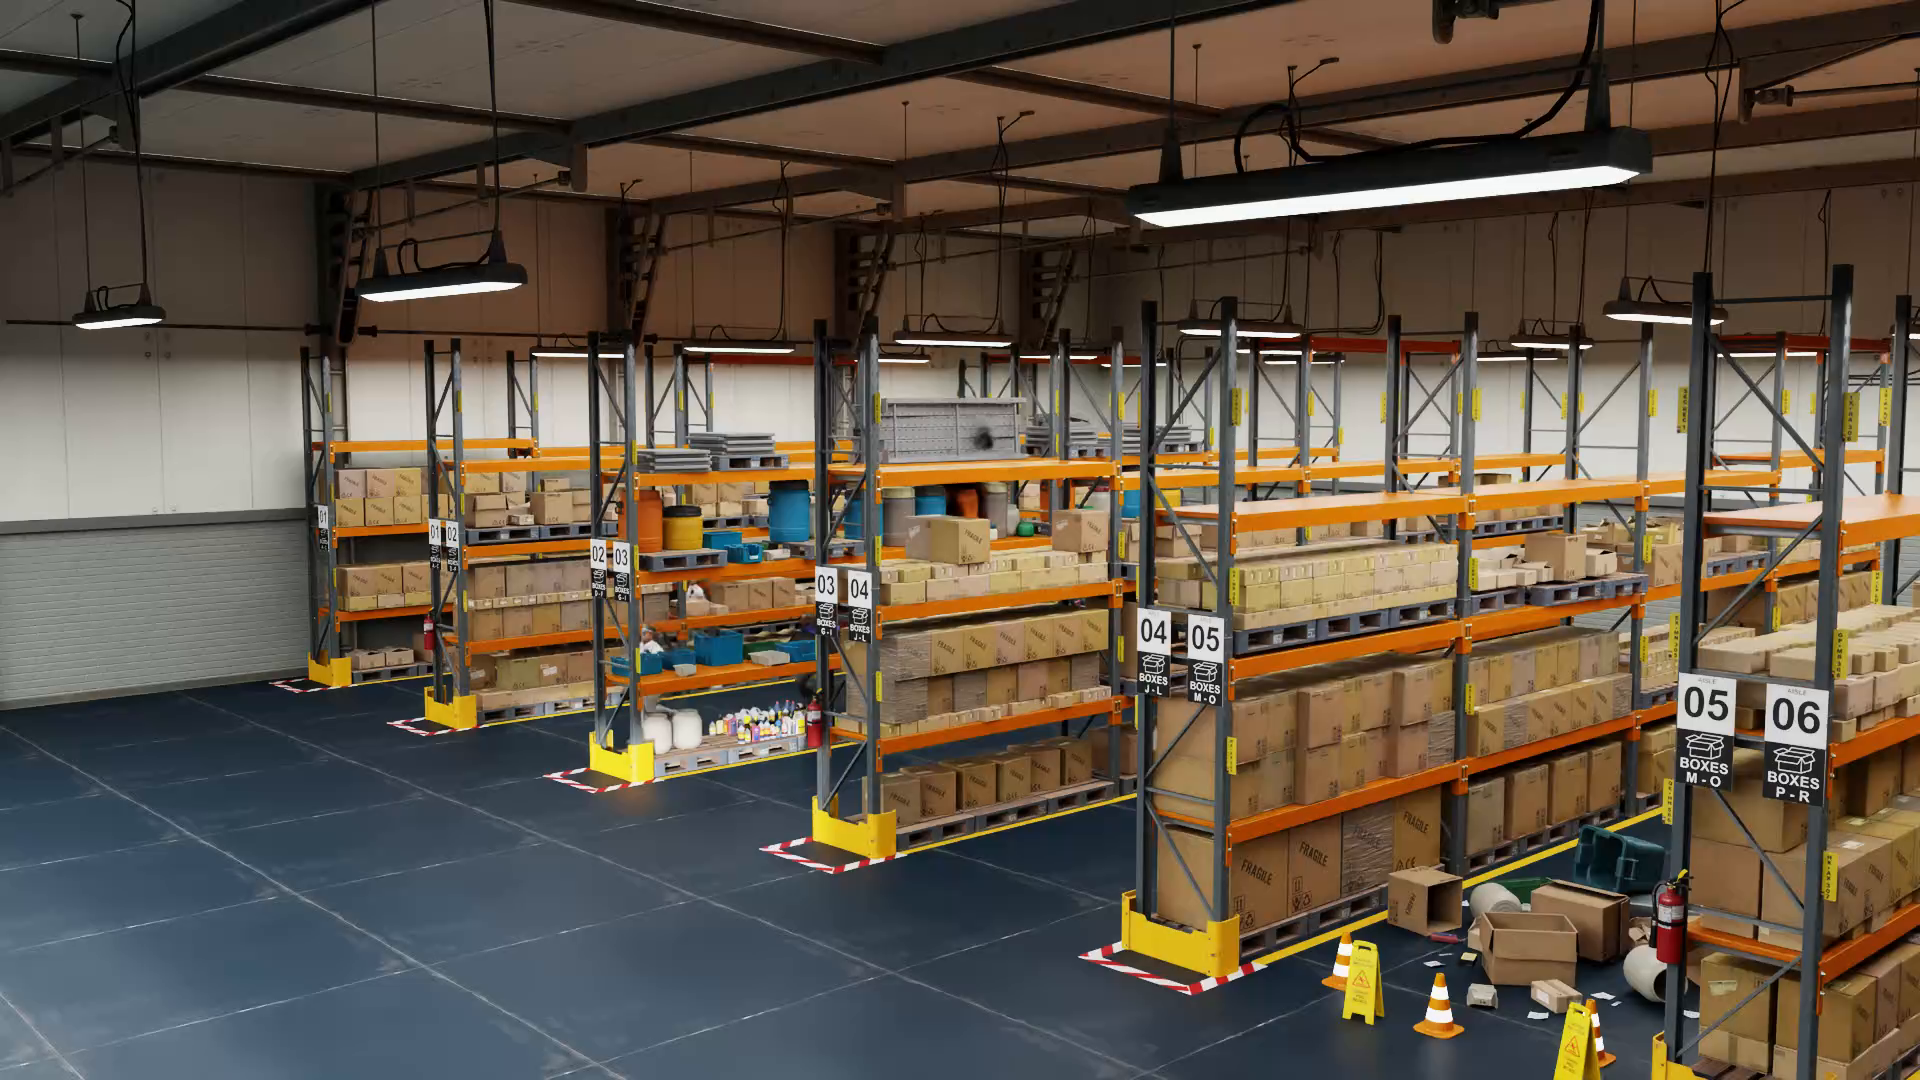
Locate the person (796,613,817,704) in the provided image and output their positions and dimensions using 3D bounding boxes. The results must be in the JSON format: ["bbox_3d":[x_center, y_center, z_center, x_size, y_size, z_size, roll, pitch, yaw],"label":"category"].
[{"bbox_3d":[-2.482,1.991,26.739,0.655,1.627,0.564,-5,7,-44],"label":"person"}]

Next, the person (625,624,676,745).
[{"bbox_3d":[-4.626,2.120,24.781,0.663,1.784,0.895,5,7,42],"label":"person"}]

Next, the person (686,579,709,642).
[{"bbox_3d":[-5.169,1.455,32.292,0.599,1.708,0.878,4,6,39],"label":"person"}]

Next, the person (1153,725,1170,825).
[{"bbox_3d":[2.327,2.651,18.478,0.655,1.748,0.647,4,6,38],"label":"person"}]
